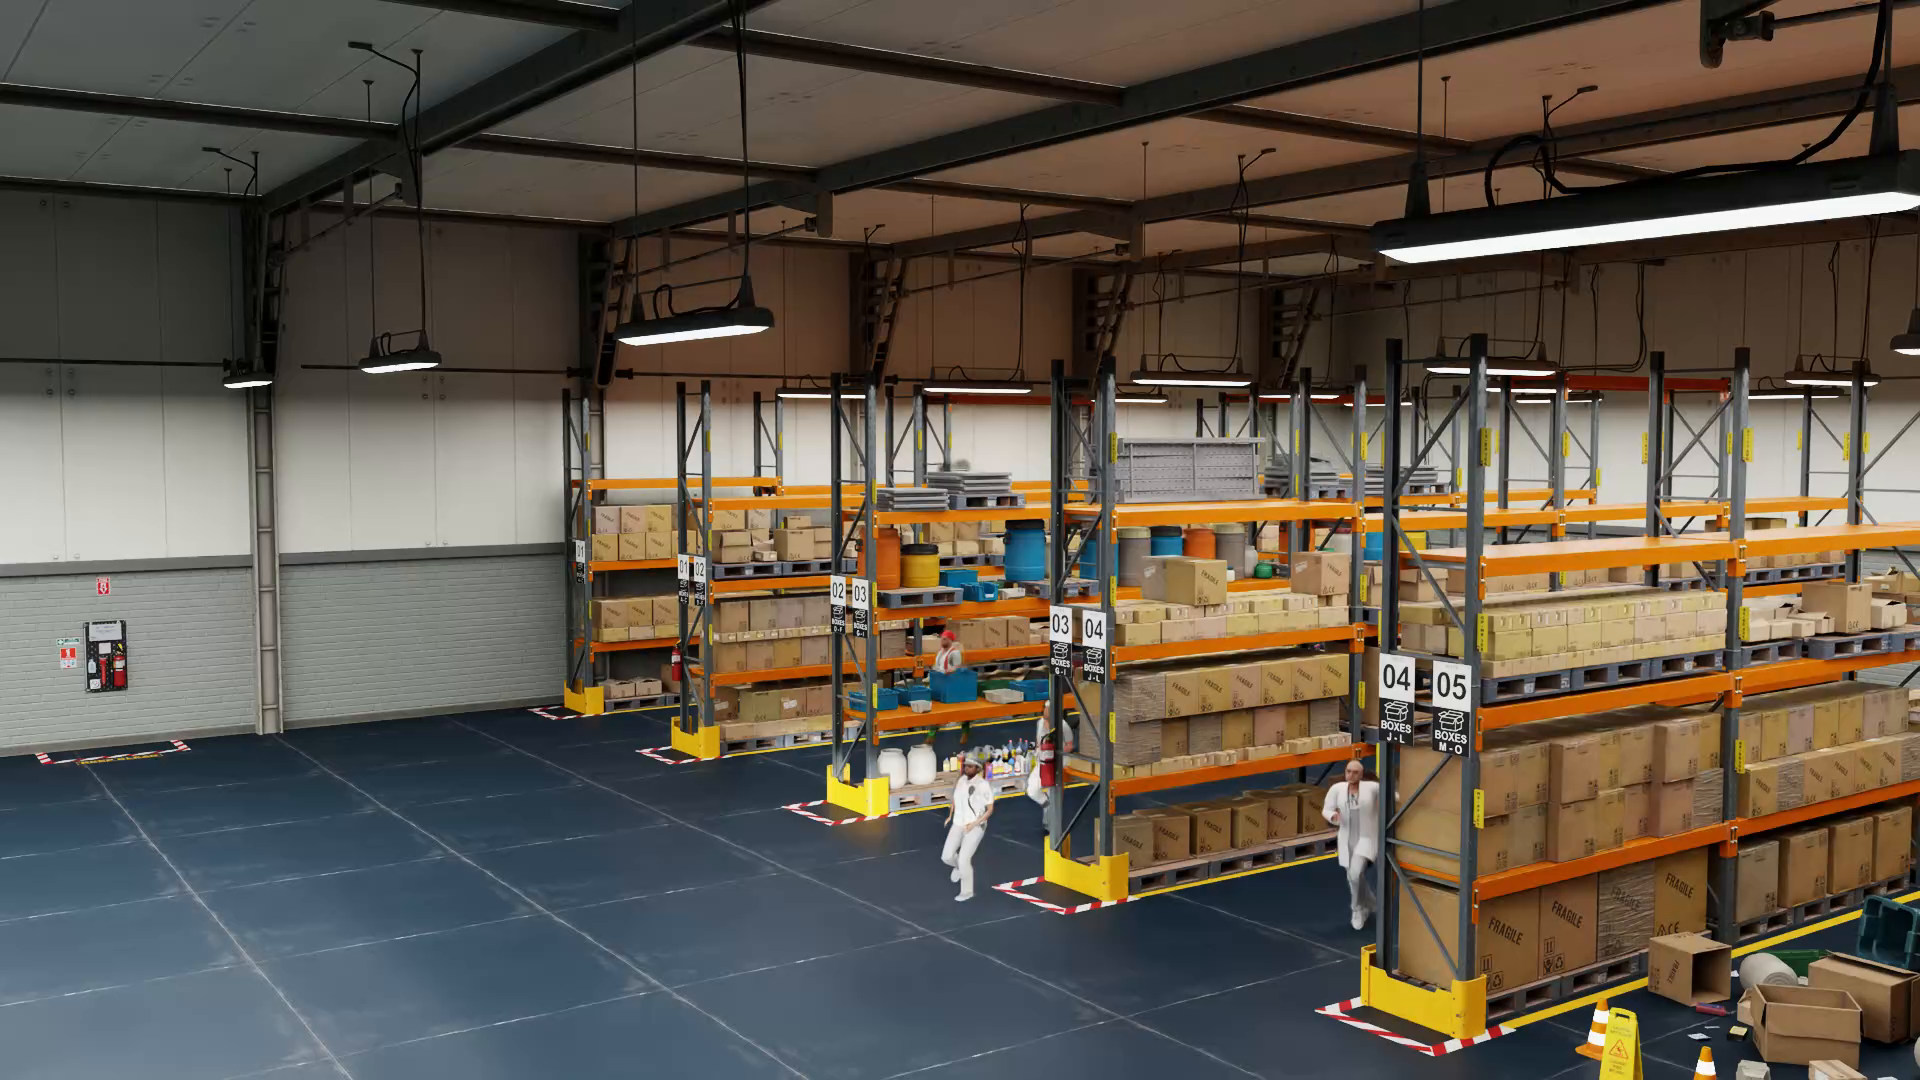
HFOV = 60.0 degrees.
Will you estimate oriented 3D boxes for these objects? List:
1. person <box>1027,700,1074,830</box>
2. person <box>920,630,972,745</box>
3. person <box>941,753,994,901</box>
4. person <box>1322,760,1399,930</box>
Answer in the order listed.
[{"bbox_3d":[1.155,2.907,21.430,0.657,1.736,0.623,3,5,36],"label":"person"},{"bbox_3d":[-0.224,2.321,26.043,0.950,1.826,0.659,-3,5,-42],"label":"person"},{"bbox_3d":[0.086,3.170,18.513,0.637,1.648,0.519,2,4,33],"label":"person"},{"bbox_3d":[4.166,3.165,17.336,0.753,1.766,0.882,2,4,32],"label":"person"}]
